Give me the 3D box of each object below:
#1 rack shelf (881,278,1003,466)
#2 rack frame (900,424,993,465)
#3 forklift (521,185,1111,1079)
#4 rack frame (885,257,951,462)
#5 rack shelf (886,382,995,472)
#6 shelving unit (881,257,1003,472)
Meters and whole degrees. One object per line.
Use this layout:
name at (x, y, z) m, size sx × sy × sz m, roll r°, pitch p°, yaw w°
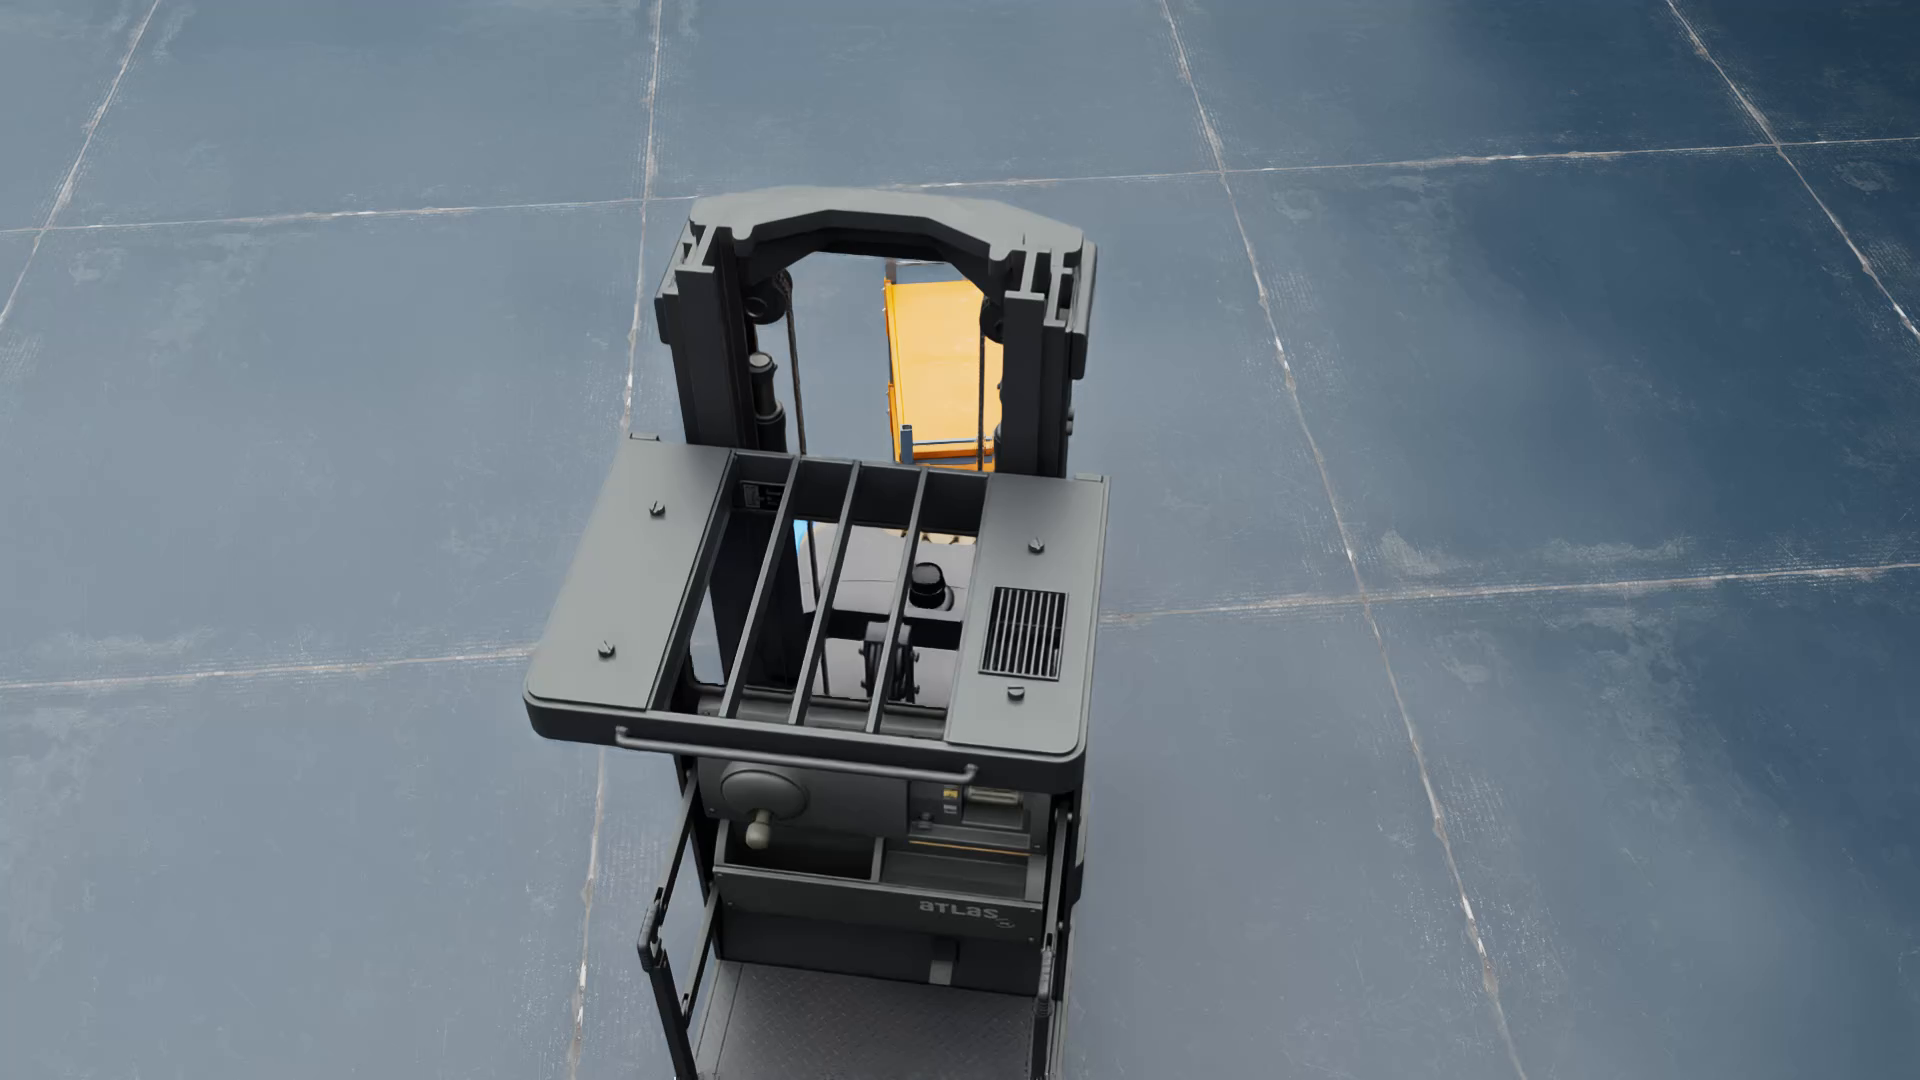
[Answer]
rack shelf at (0.001, -0.583, 6.261) m, size 0.538 × 0.278 × 1.000 m, roll -3°, pitch 47°, yaw -3°
rack frame at (0.043, -0.014, 6.125) m, size 0.500 × 1.125 × 0.032 m, roll -3°, pitch 47°, yaw -3°
forklift at (-0.249, 0.736, 4.171) m, size 1.130 × 2.935 × 3.031 m, roll 6°, pitch 47°, yaw 5°
rack frame at (-0.042, -0.750, 6.822) m, size 0.500 × 1.125 × 0.032 m, roll -3°, pitch 47°, yaw -3°
rack shelf at (0.001, -0.214, 6.651) m, size 0.538 × 0.278 × 1.000 m, roll -3°, pitch 47°, yaw -3°
shelving unit at (0.001, -0.382, 6.473) m, size 0.538 × 1.125 × 1.048 m, roll -3°, pitch 47°, yaw -3°
